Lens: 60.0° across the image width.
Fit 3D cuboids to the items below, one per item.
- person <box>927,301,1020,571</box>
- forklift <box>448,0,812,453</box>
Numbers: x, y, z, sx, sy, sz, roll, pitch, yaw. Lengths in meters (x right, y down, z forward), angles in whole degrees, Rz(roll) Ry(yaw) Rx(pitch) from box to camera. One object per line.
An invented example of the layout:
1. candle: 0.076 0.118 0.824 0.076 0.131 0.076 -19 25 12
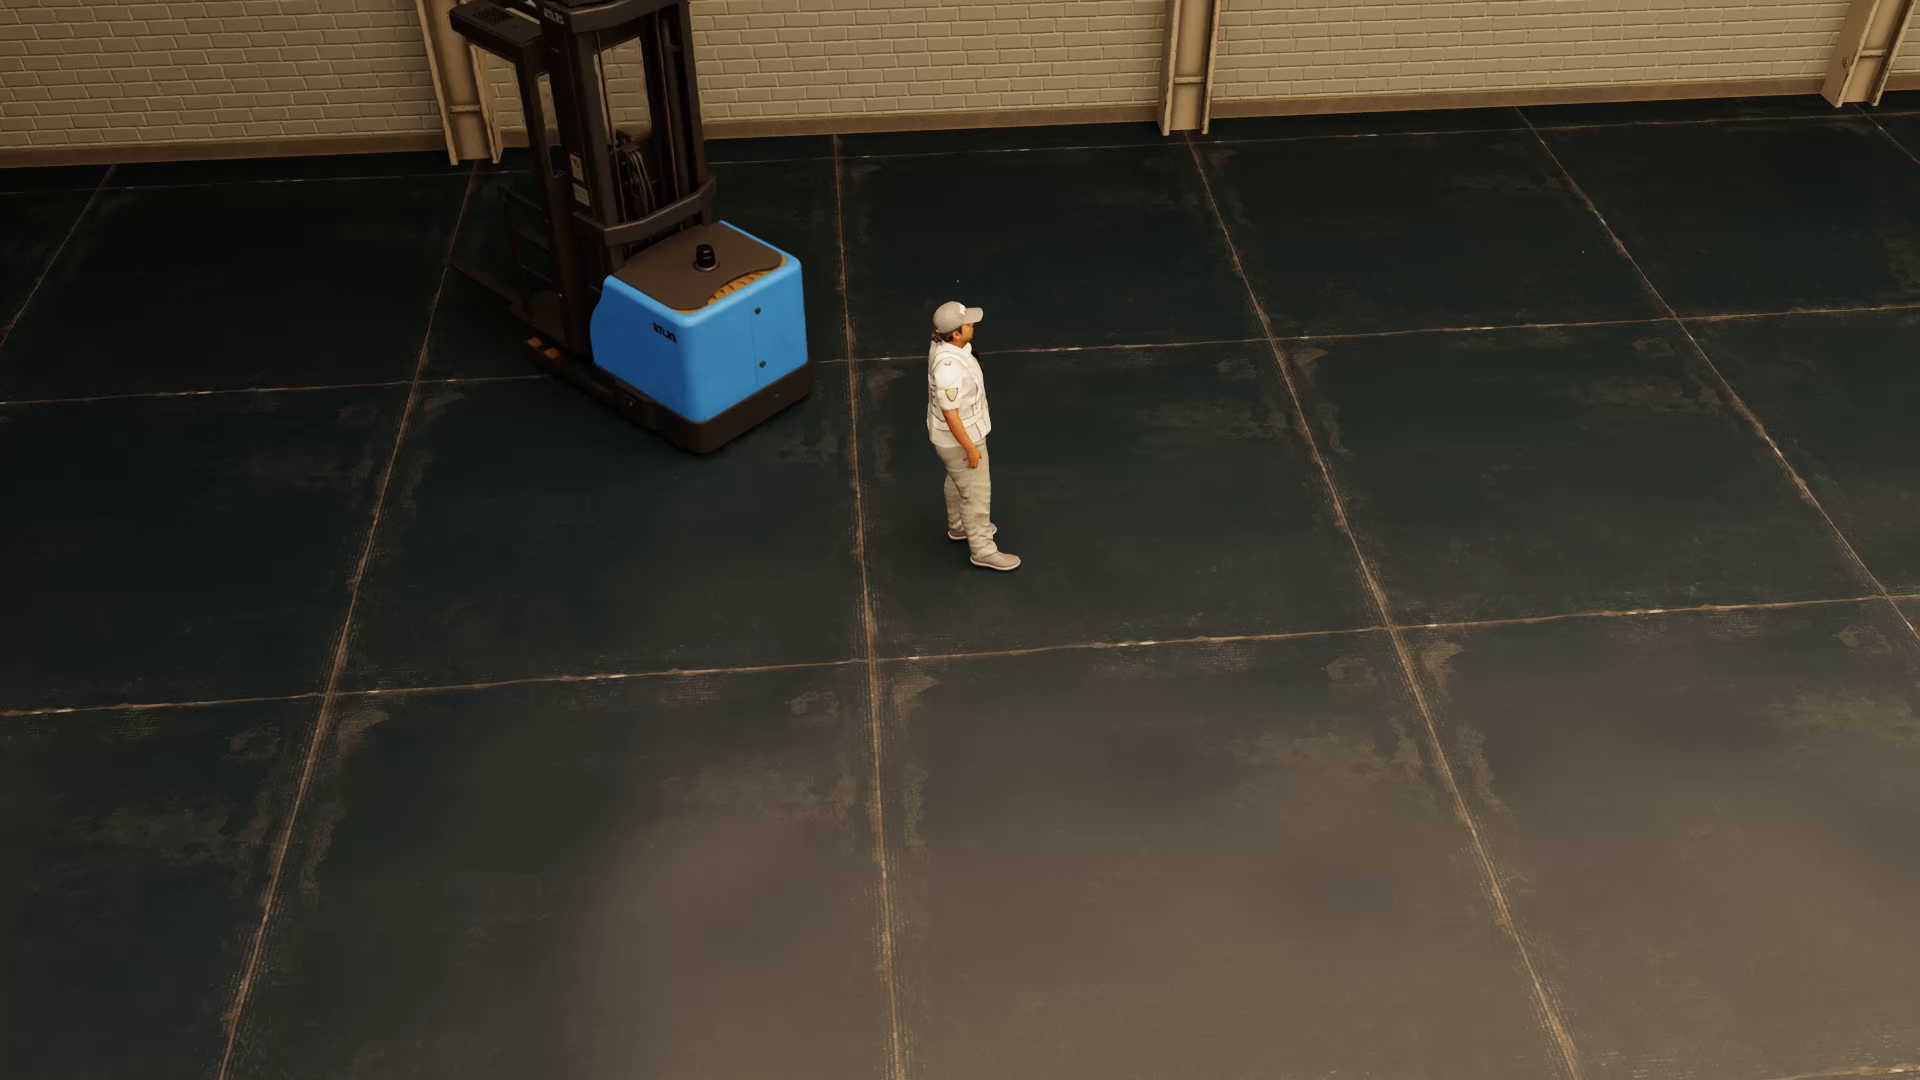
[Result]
1. person: 0.078 -0.629 9.634 0.529 1.670 0.599 -3 41 -4
2. forklift: -2.432 -2.503 10.864 3.031 2.935 1.130 30 49 31
